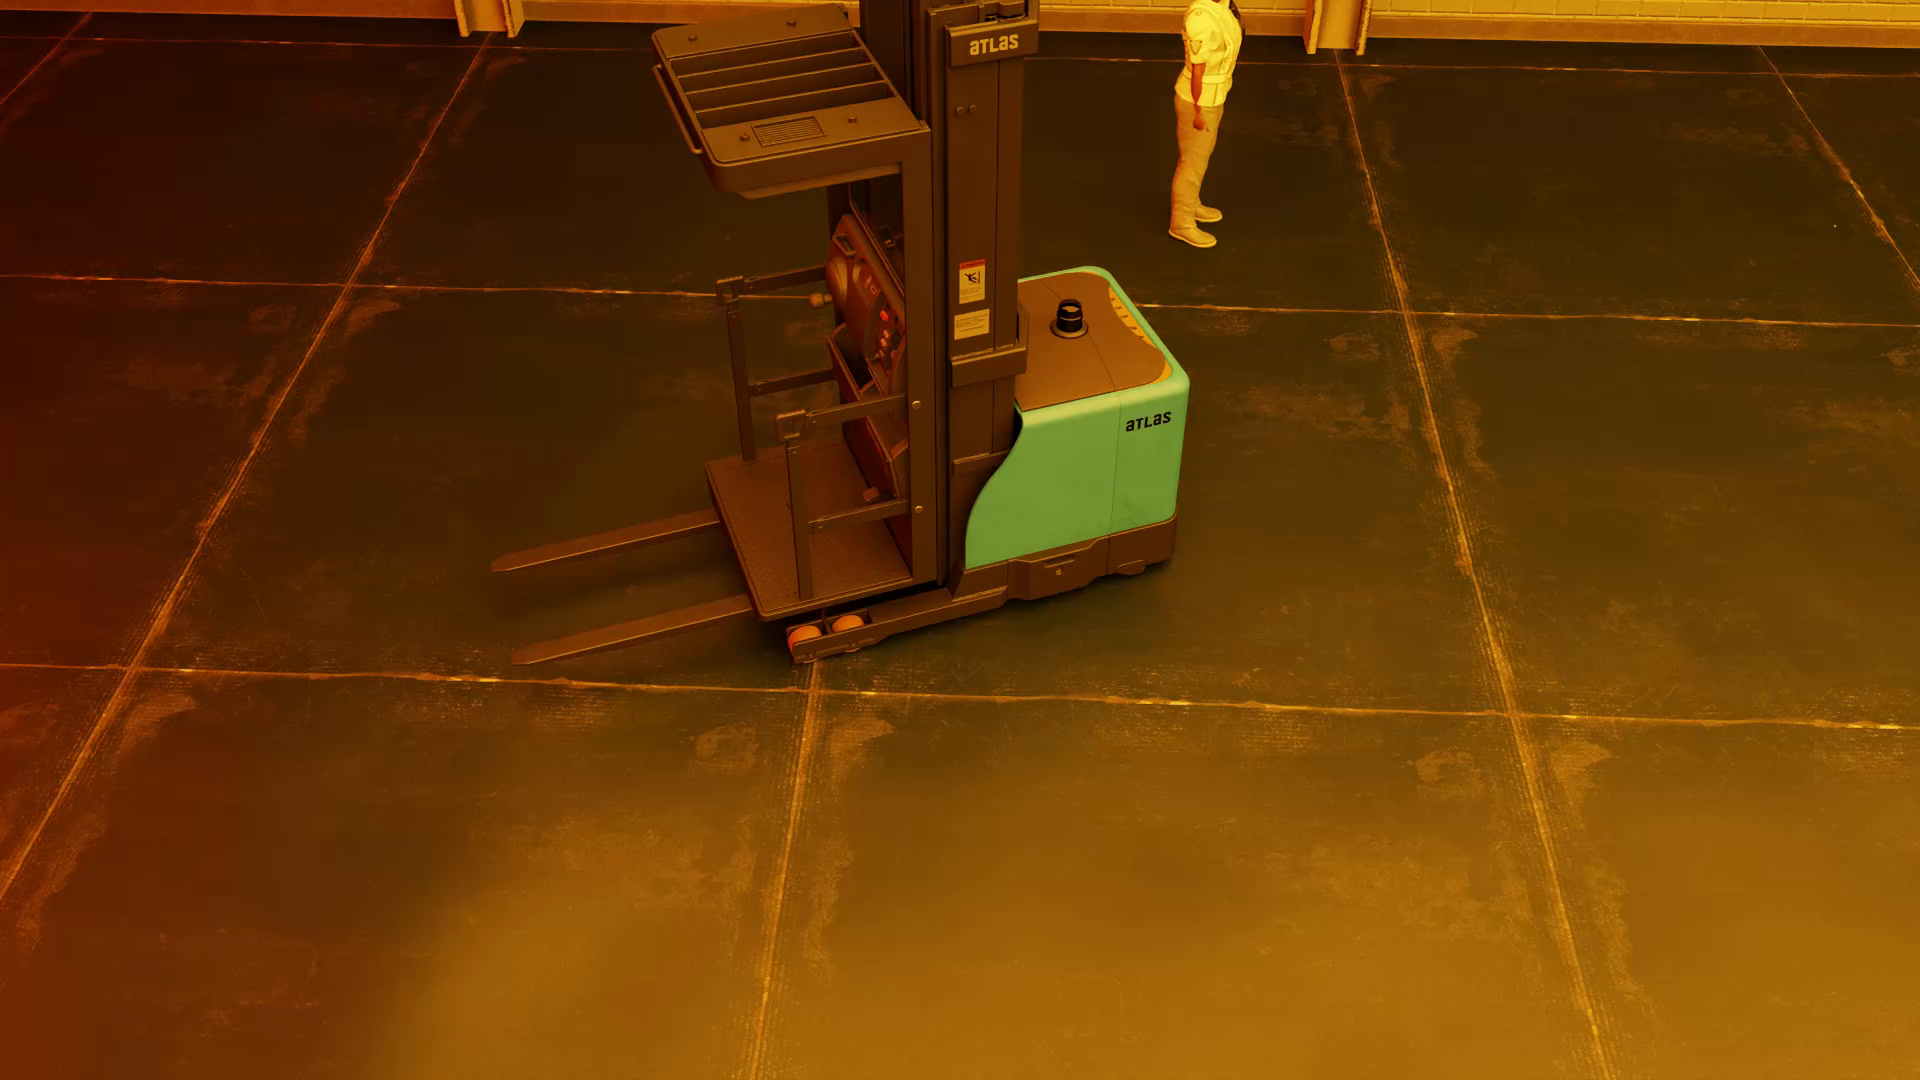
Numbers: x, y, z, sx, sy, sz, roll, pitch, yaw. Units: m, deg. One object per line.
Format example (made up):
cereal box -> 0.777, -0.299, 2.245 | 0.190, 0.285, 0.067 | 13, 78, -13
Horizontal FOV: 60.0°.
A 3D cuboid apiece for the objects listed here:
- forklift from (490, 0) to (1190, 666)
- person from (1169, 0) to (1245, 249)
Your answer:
forklift -> -0.573, -0.945, 6.778 | 3.031, 2.935, 1.130 | -13, 44, -14
person -> 1.391, -2.505, 9.409 | 0.352, 1.694, 0.451 | 11, 44, 12
